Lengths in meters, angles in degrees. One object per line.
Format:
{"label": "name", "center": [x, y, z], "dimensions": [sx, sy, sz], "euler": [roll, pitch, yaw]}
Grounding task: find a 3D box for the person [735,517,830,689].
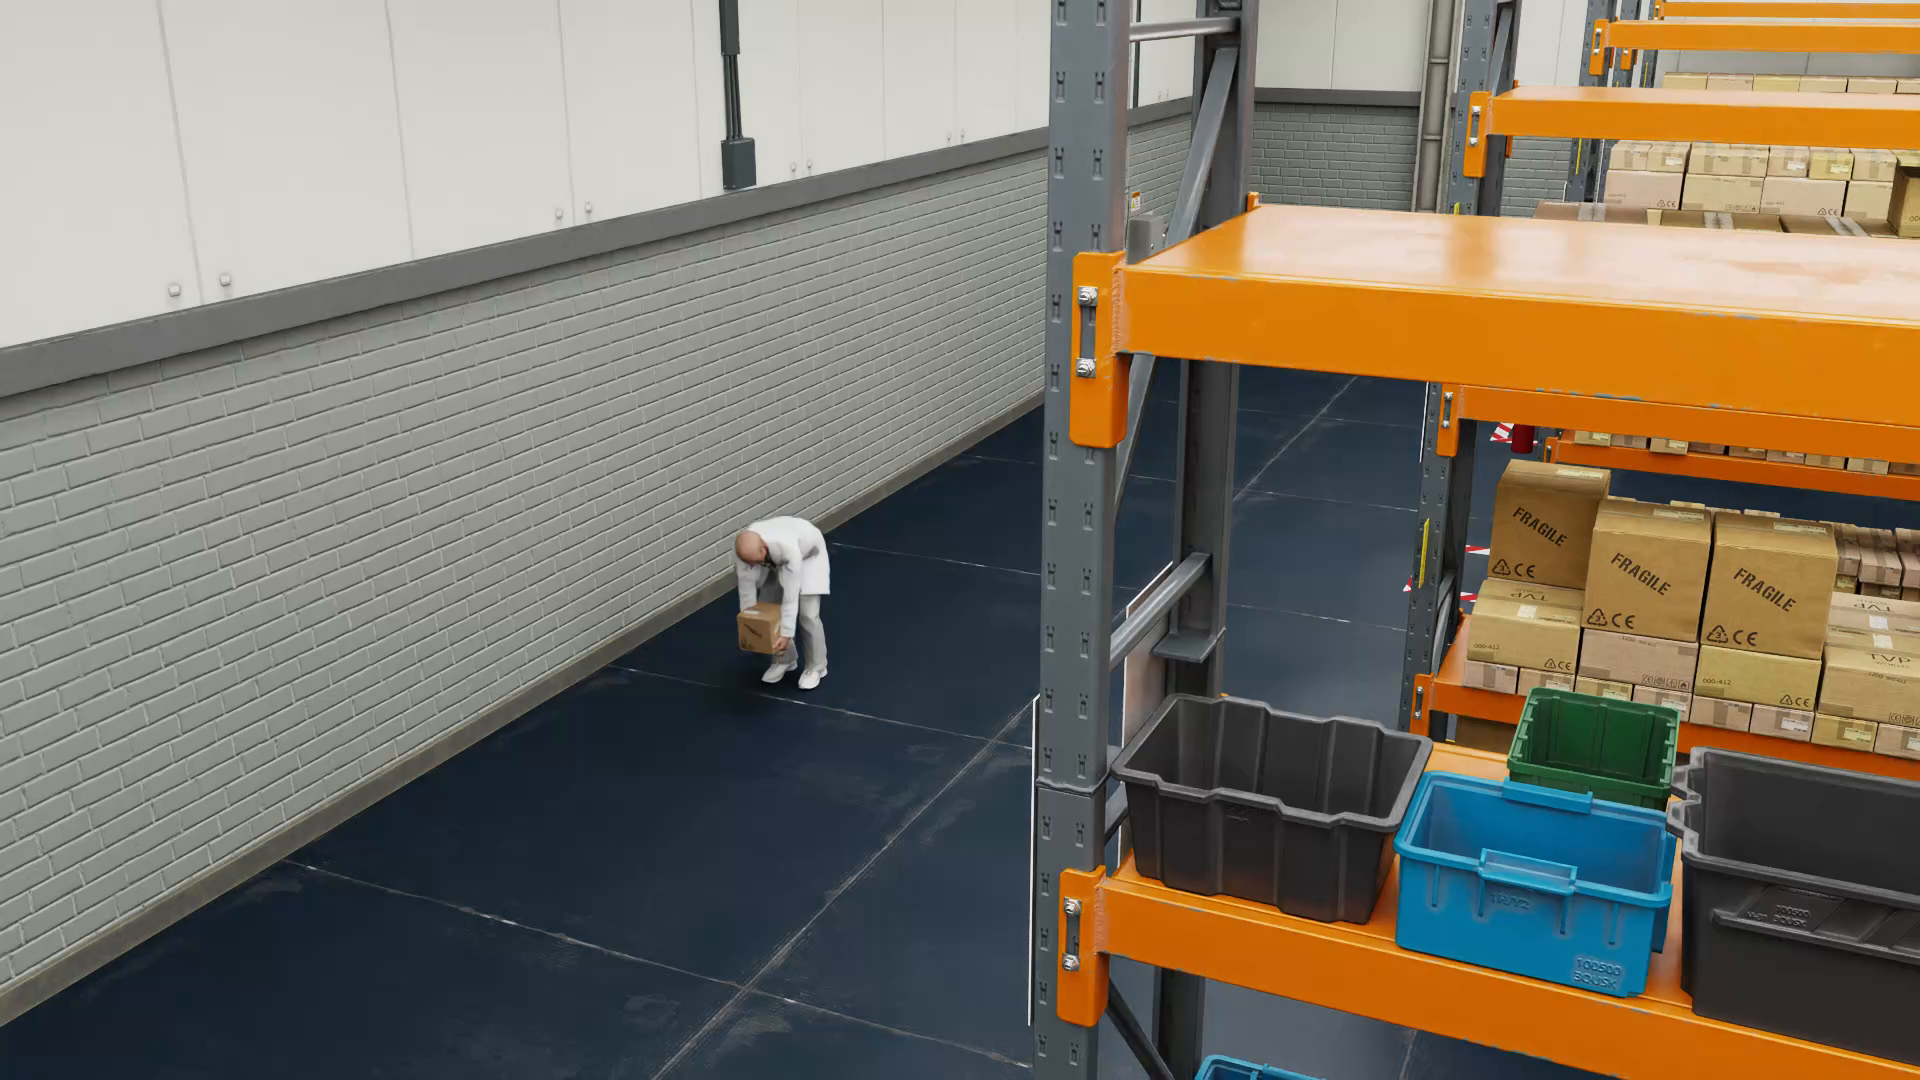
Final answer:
{"label": "person", "center": [-1.221, 0.448, 11.140], "dimensions": [0.560, 1.219, 0.929], "euler": [8, 20, 21]}
